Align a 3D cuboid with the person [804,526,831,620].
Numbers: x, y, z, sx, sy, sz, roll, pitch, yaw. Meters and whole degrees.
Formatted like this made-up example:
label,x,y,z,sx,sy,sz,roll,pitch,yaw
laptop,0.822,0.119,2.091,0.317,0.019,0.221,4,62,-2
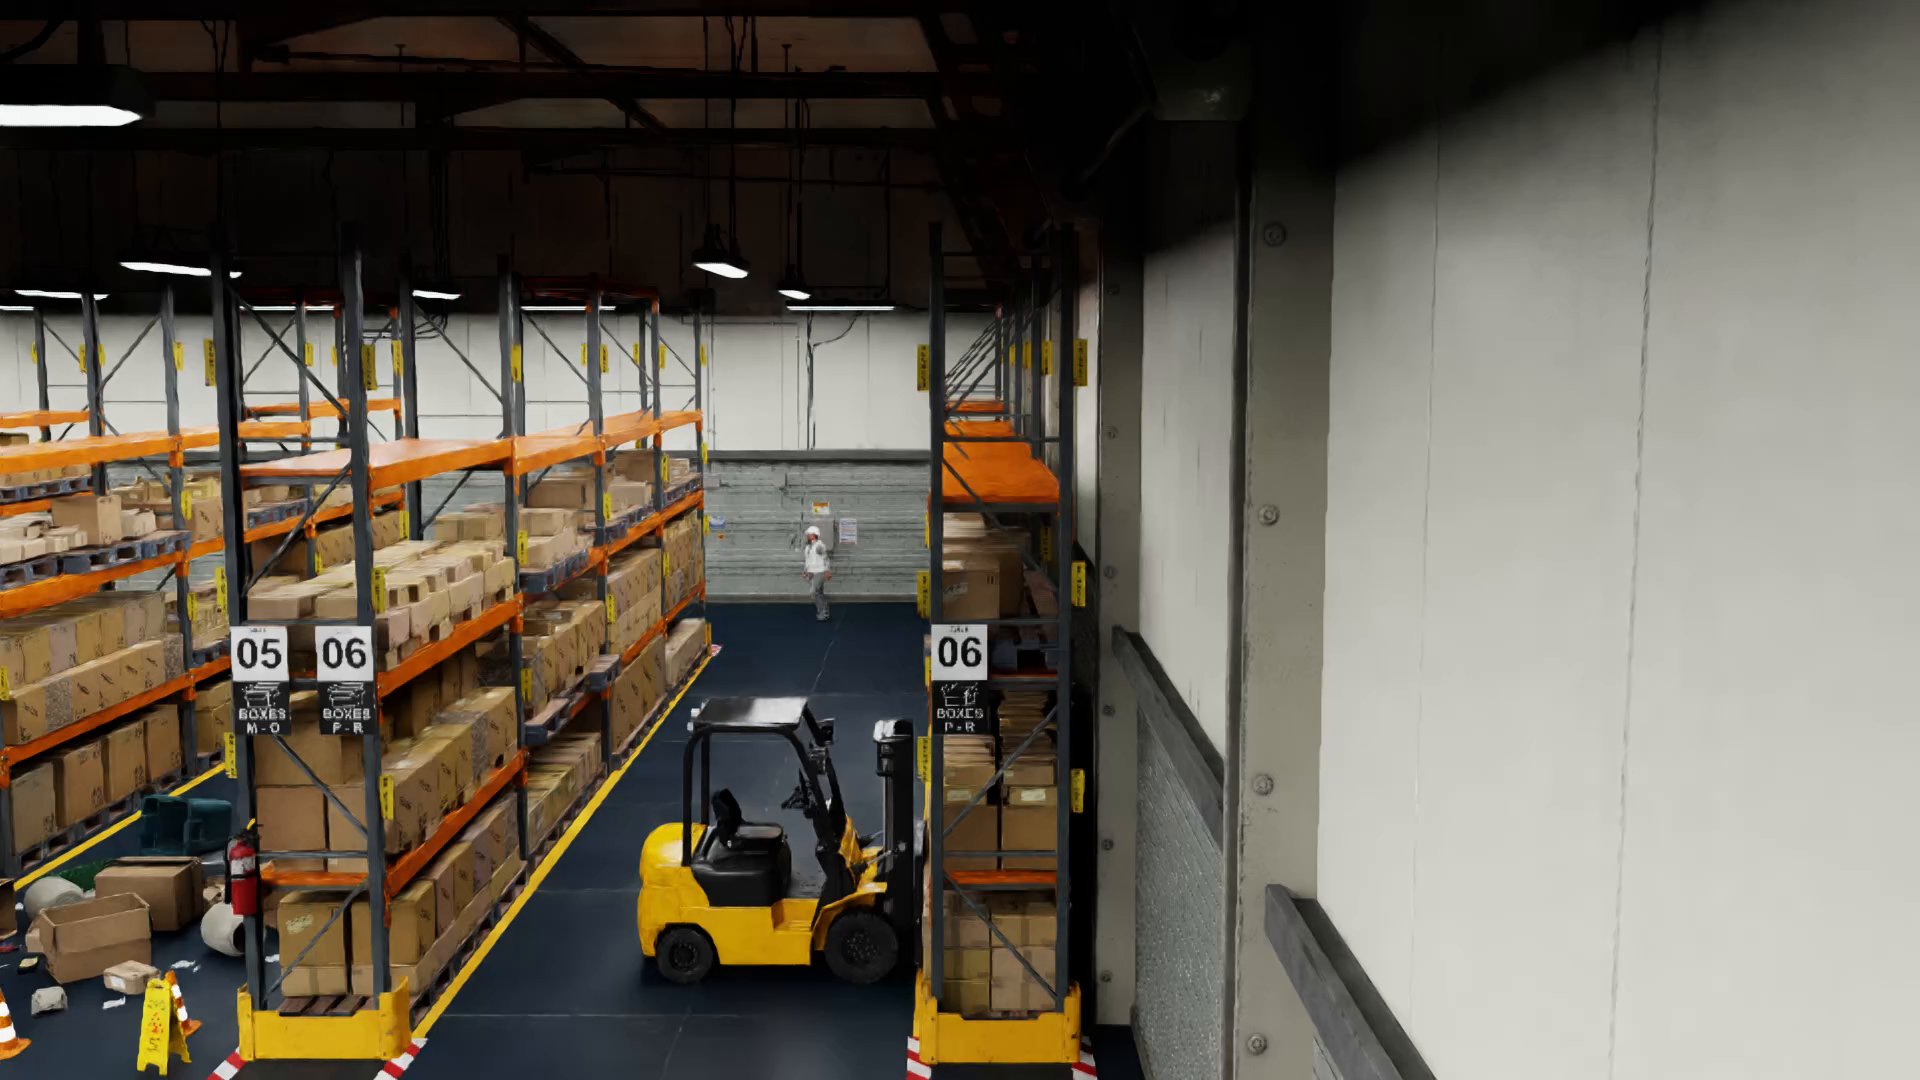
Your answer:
label,x,y,z,sx,sy,sz,roll,pitch,yaw
person,-2.696,0.603,31.503,0.507,1.759,0.649,-5,8,-35
